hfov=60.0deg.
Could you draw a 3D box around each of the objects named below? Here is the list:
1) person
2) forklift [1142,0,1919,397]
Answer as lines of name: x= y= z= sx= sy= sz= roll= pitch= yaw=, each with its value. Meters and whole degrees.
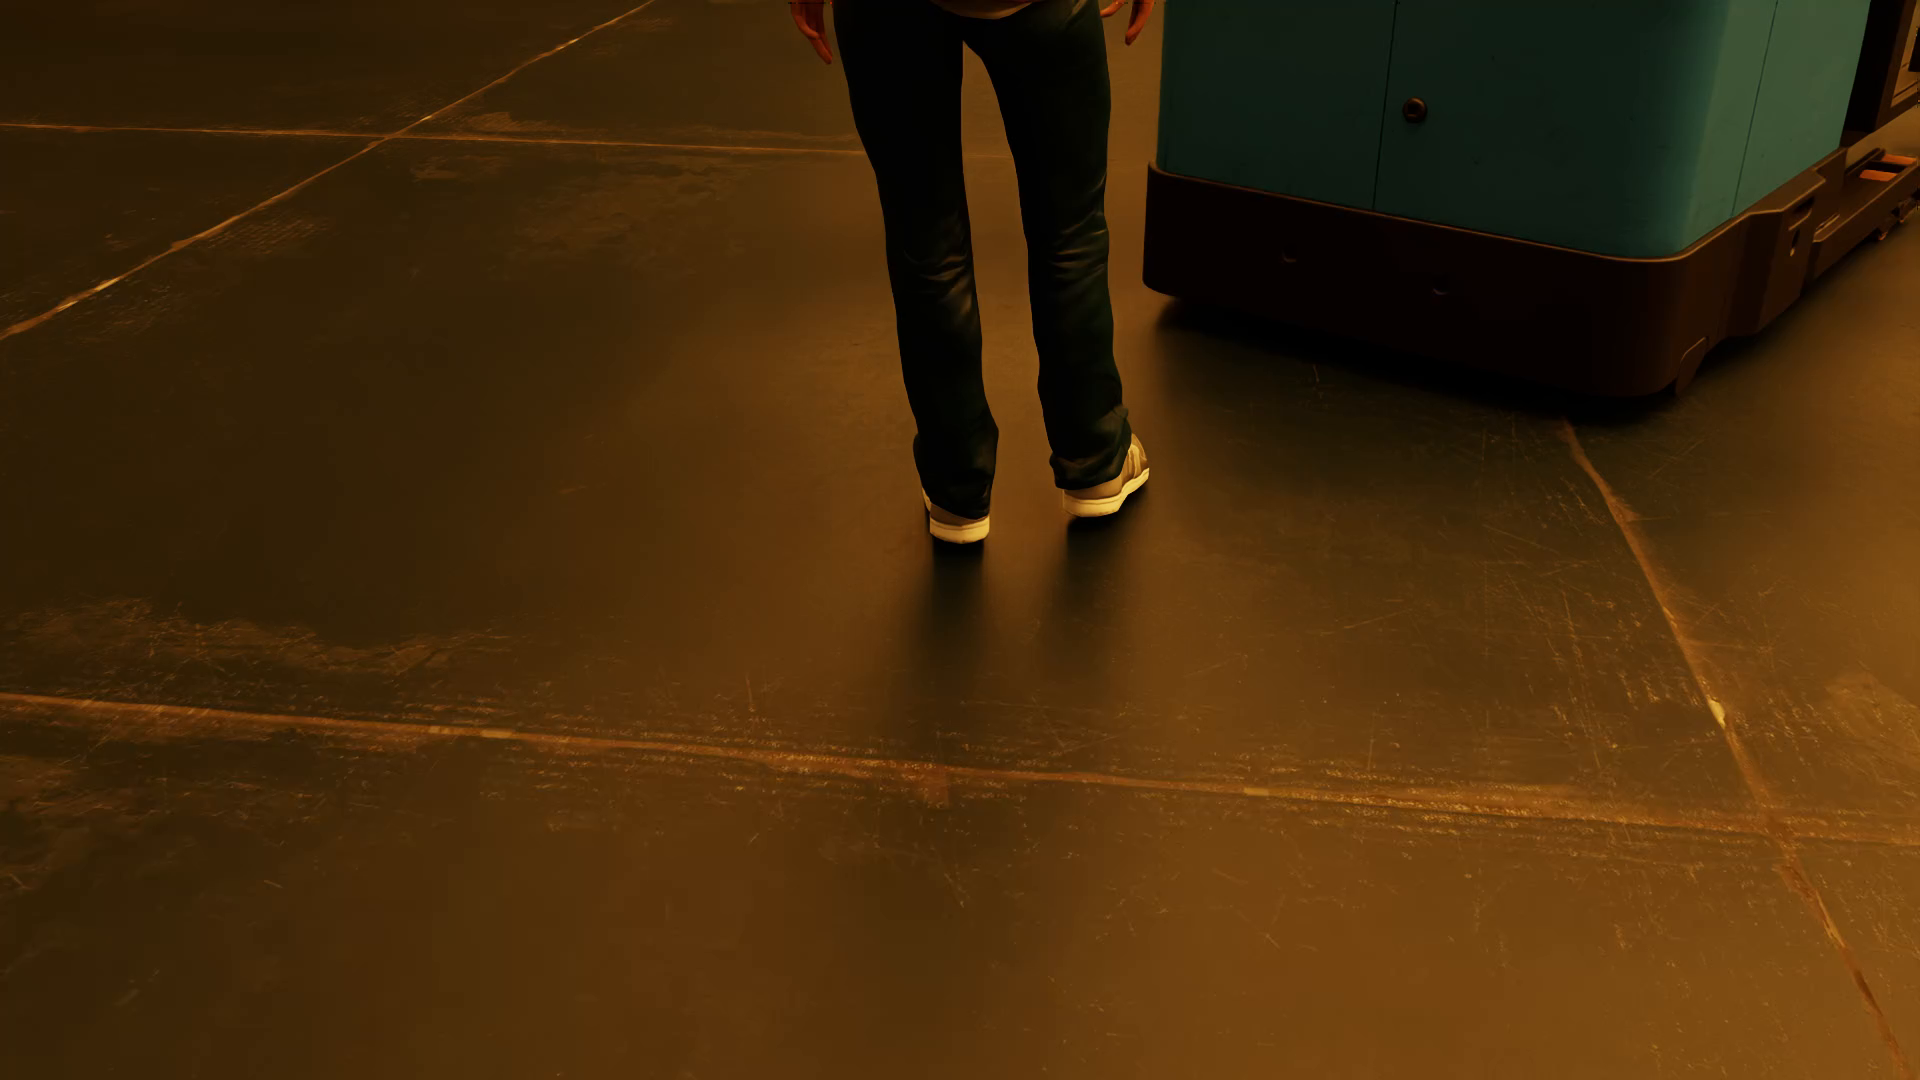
person: x=0.023 y=-0.753 z=2.205 sx=0.521 sy=1.599 sz=0.473 roll=3 pitch=27 yaw=7
forklift: x=1.699 y=-2.139 z=3.504 sx=1.130 sy=2.935 sz=3.031 roll=20 pitch=33 yaw=35
